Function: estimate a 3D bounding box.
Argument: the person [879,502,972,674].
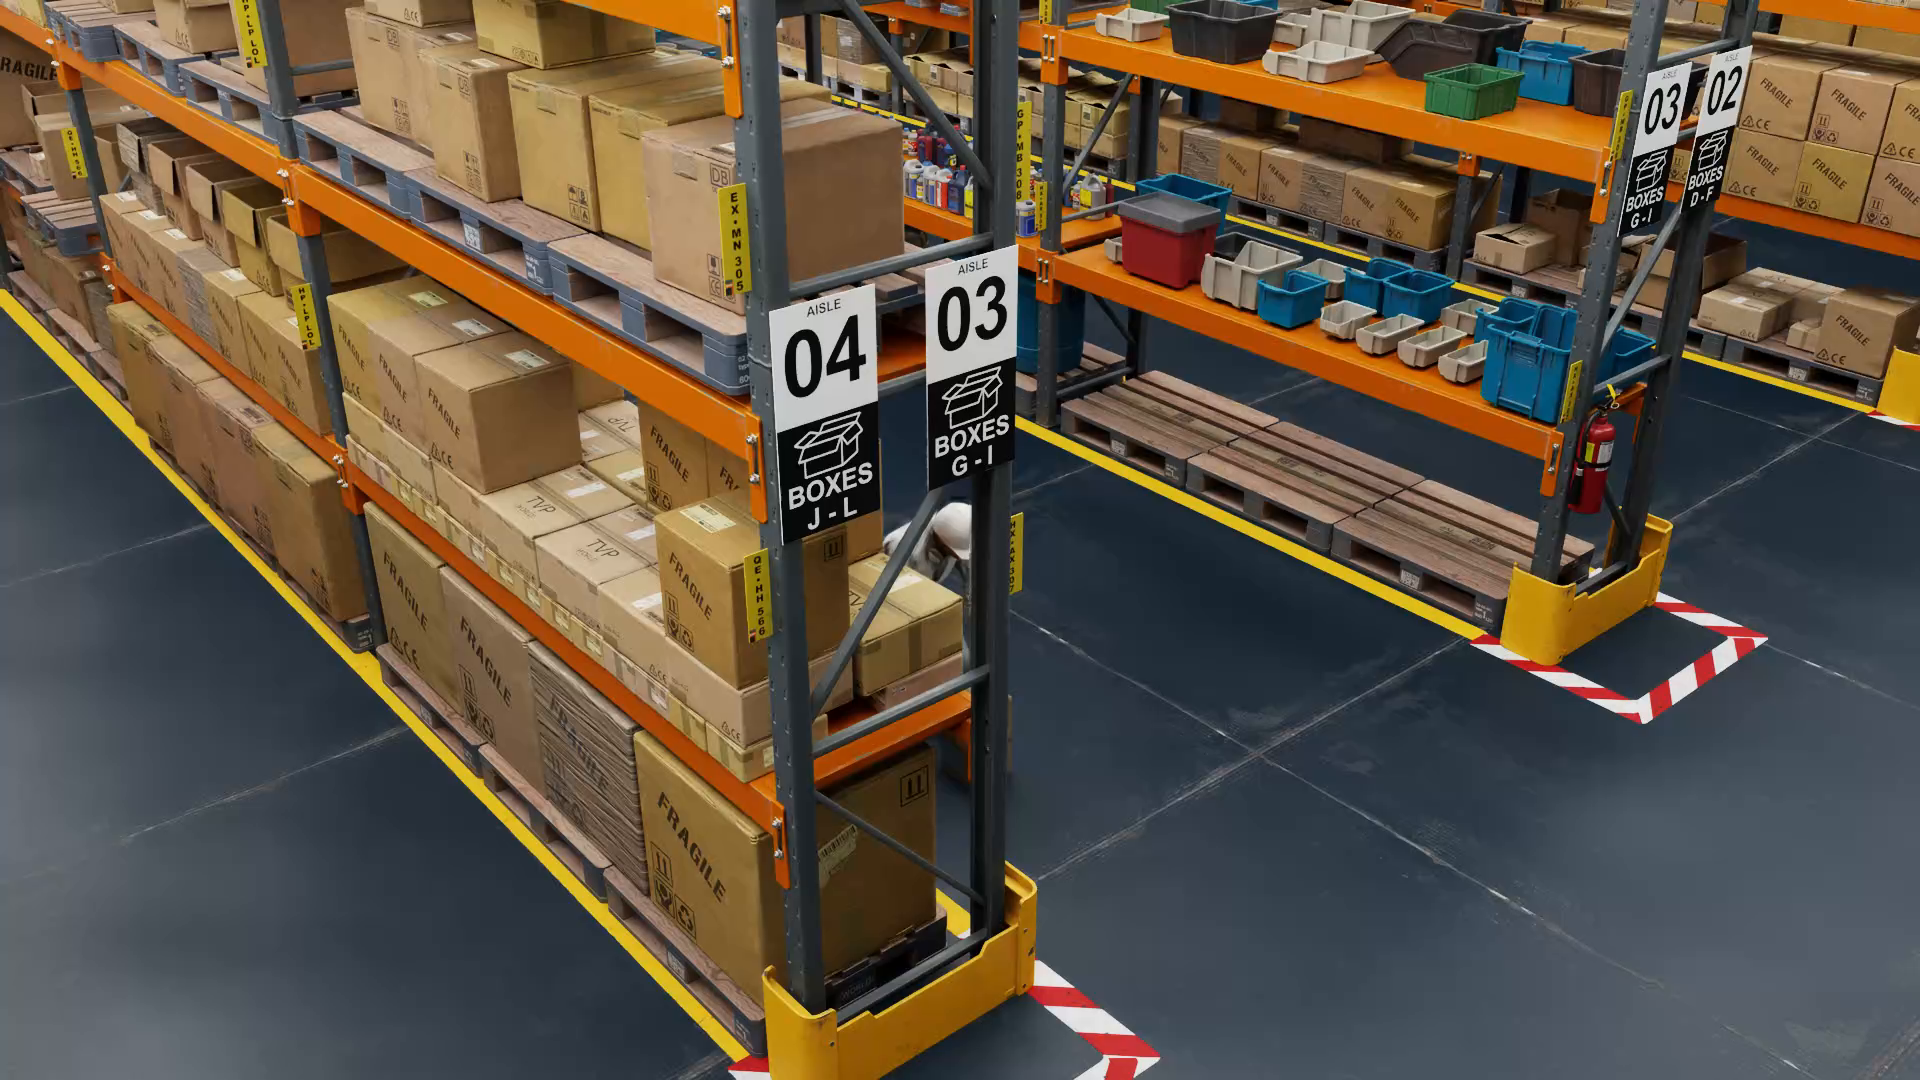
[{"bbox_3d":[-0.174,0.369,8.281,0.592,1.422,0.768,-22,35,-35],"label":"person"}]
